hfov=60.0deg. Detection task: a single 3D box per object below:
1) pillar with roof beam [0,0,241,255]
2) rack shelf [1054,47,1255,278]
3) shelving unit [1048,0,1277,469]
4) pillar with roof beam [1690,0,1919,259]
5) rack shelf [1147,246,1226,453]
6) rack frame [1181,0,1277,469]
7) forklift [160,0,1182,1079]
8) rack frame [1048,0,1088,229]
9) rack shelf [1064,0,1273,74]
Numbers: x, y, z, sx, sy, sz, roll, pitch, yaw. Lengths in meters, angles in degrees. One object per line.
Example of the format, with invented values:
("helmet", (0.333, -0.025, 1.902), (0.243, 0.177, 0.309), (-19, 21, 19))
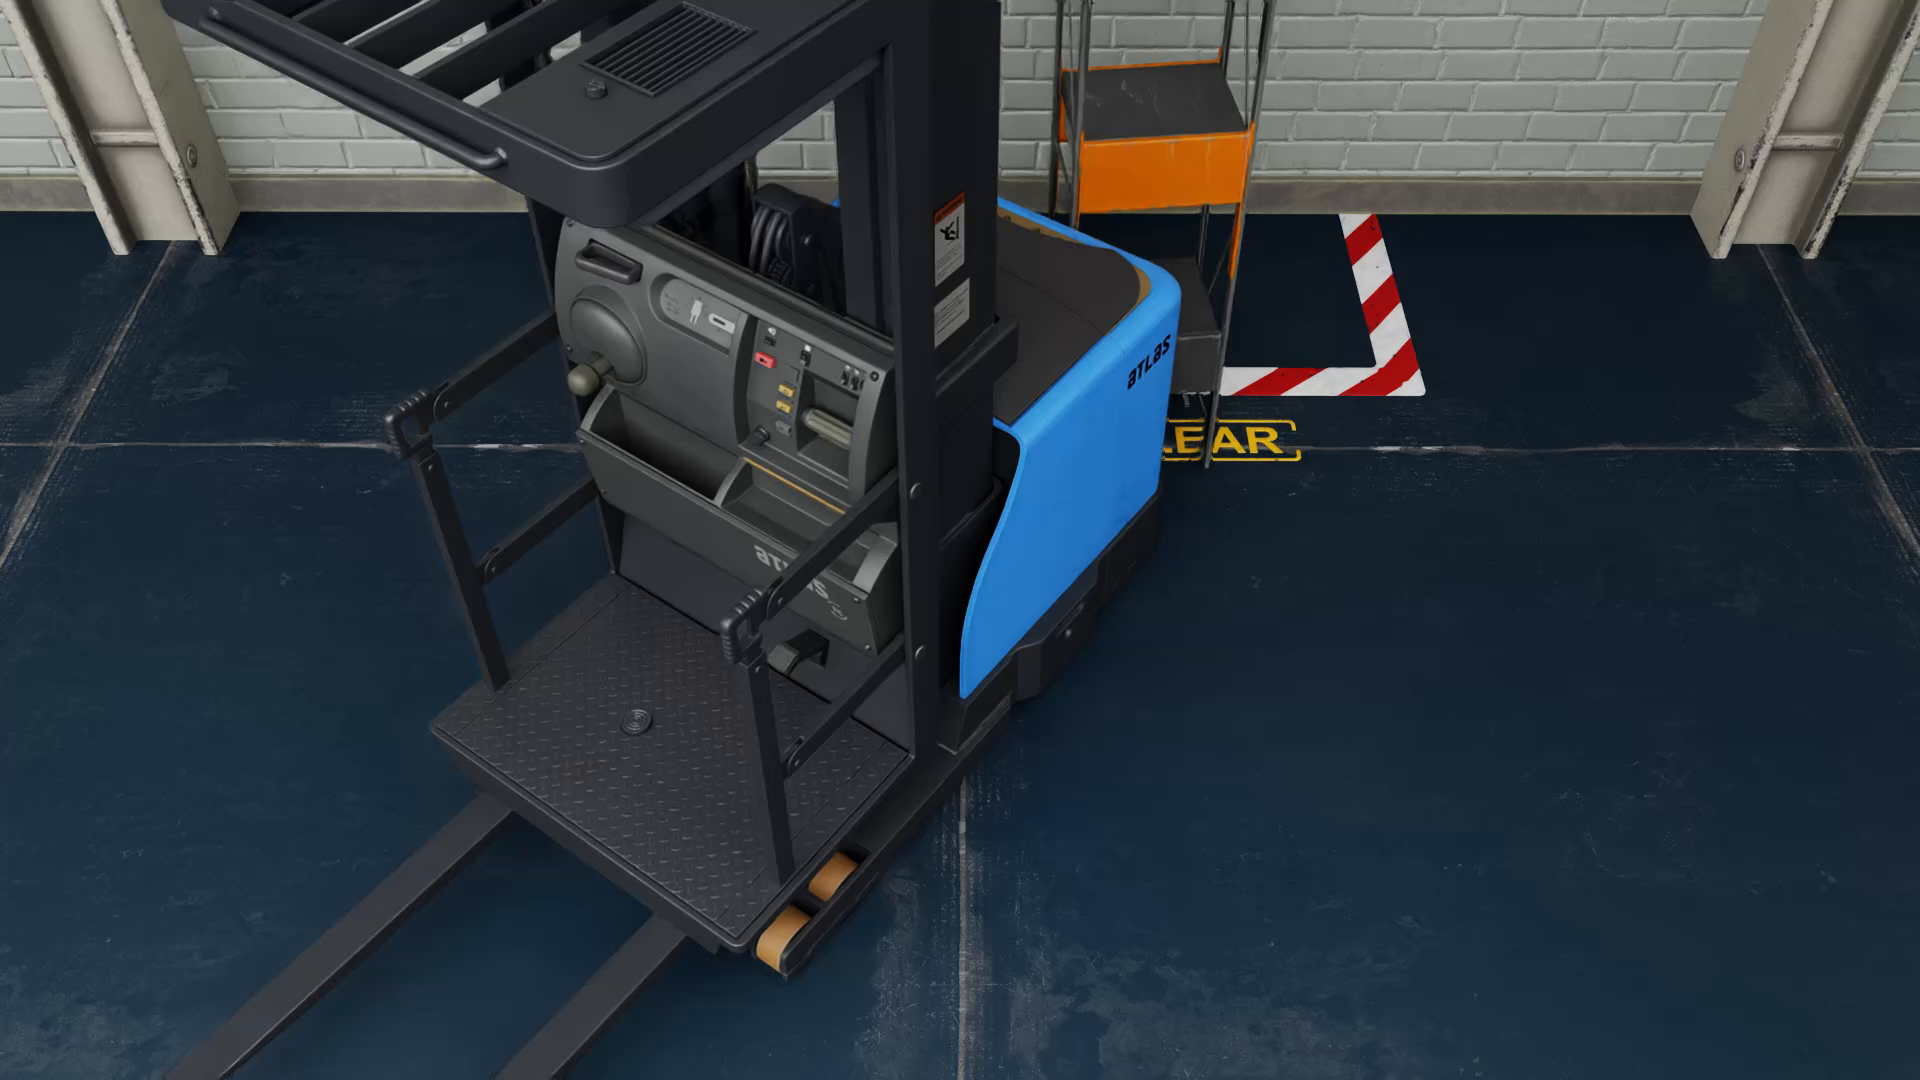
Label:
("pillar with roof beam", (-2.999, -1.100, 0.126), (0.400, 9.000, 9.100), (0, 47, 0))
("rack shelf", (0.543, -1.079, 4.832), (0.480, 0.518, 0.431), (-5, 46, -4))
("shelving unit", (0.543, -1.088, 4.822), (0.503, 2.100, 0.431), (-5, 46, -4))
("pillar with roof beam", (3.001, -1.084, 0.111), (0.400, 9.000, 9.100), (0, 47, 0))
("rack shelf", (0.544, -0.592, 5.334), (0.480, 0.518, 0.431), (-5, 46, -4))
("rack frame", (0.785, -1.108, 4.841), (0.015, 2.100, 0.400), (-5, 46, -4))
("forklift", (-0.669, -0.316, 3.542), (1.130, 2.935, 3.031), (28, 53, 24))
("rack frame", (0.300, -1.068, 4.804), (0.015, 2.100, 0.400), (-5, 46, -4))
("rack shelf", (0.541, -1.566, 4.329), (0.480, 0.518, 0.431), (-5, 46, -4))
